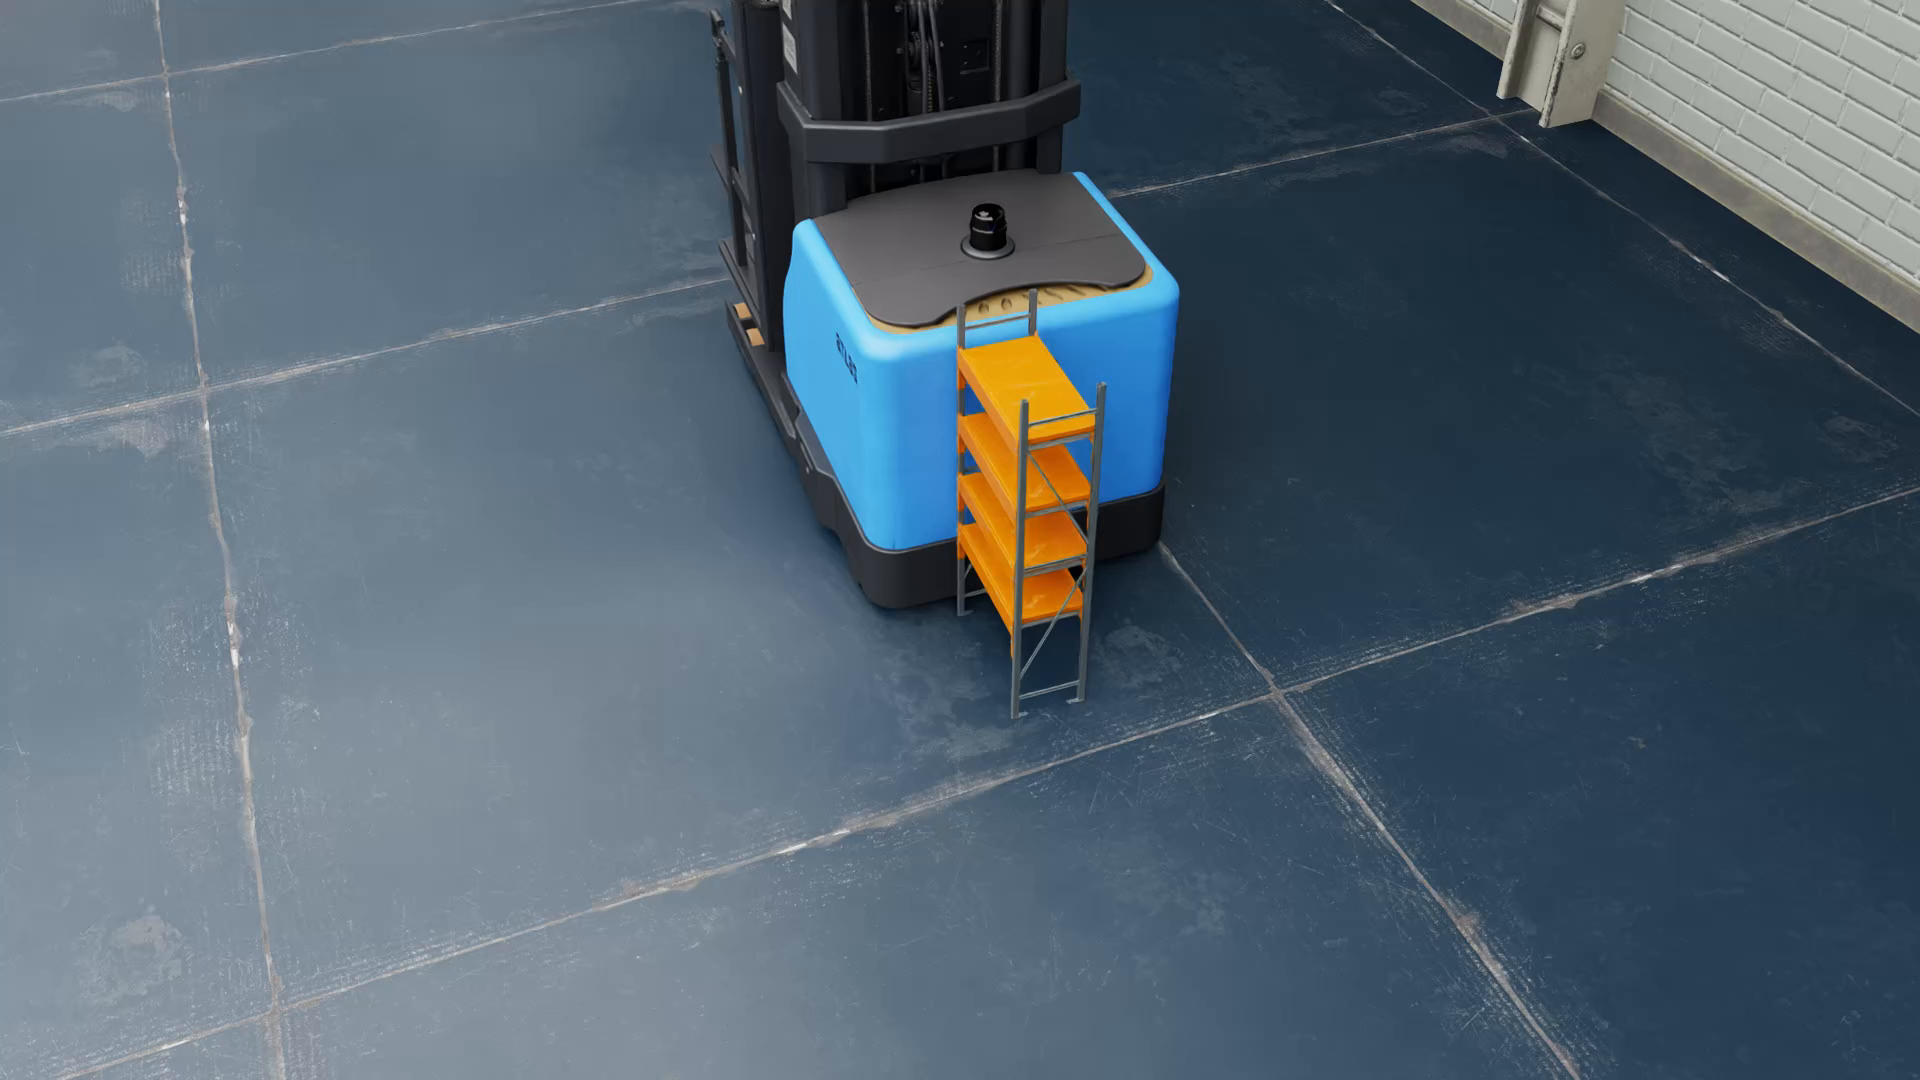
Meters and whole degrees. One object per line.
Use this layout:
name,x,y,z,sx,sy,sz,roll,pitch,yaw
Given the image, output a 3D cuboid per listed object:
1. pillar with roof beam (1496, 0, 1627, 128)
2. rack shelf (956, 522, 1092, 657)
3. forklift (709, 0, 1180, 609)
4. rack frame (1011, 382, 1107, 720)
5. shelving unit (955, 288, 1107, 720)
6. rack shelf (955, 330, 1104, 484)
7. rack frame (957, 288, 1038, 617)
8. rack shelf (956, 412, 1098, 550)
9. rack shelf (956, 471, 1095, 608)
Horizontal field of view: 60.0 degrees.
pillar with roof beam,-1.070,-4.494,4.075,9.100,9.000,0.400,-15,43,-17
rack shelf,0.189,0.119,5.099,0.258,0.148,0.480,-13,42,-15
forklift,-0.291,-1.859,5.664,1.130,2.935,3.031,-13,42,-15
rack frame,0.271,0.067,4.752,0.240,1.200,0.015,-13,42,-15
shelving unit,0.189,-0.082,4.926,0.258,1.200,0.503,-13,42,-15
rack shelf,0.189,-0.380,4.669,0.258,0.148,0.480,-13,42,-15
rack frame,0.106,-0.232,5.100,0.240,1.200,0.015,-13,42,-15
rack shelf,0.189,-0.201,4.824,0.258,0.148,0.480,-13,42,-15
rack shelf,0.189,-0.031,4.969,0.258,0.148,0.480,-13,42,-15
